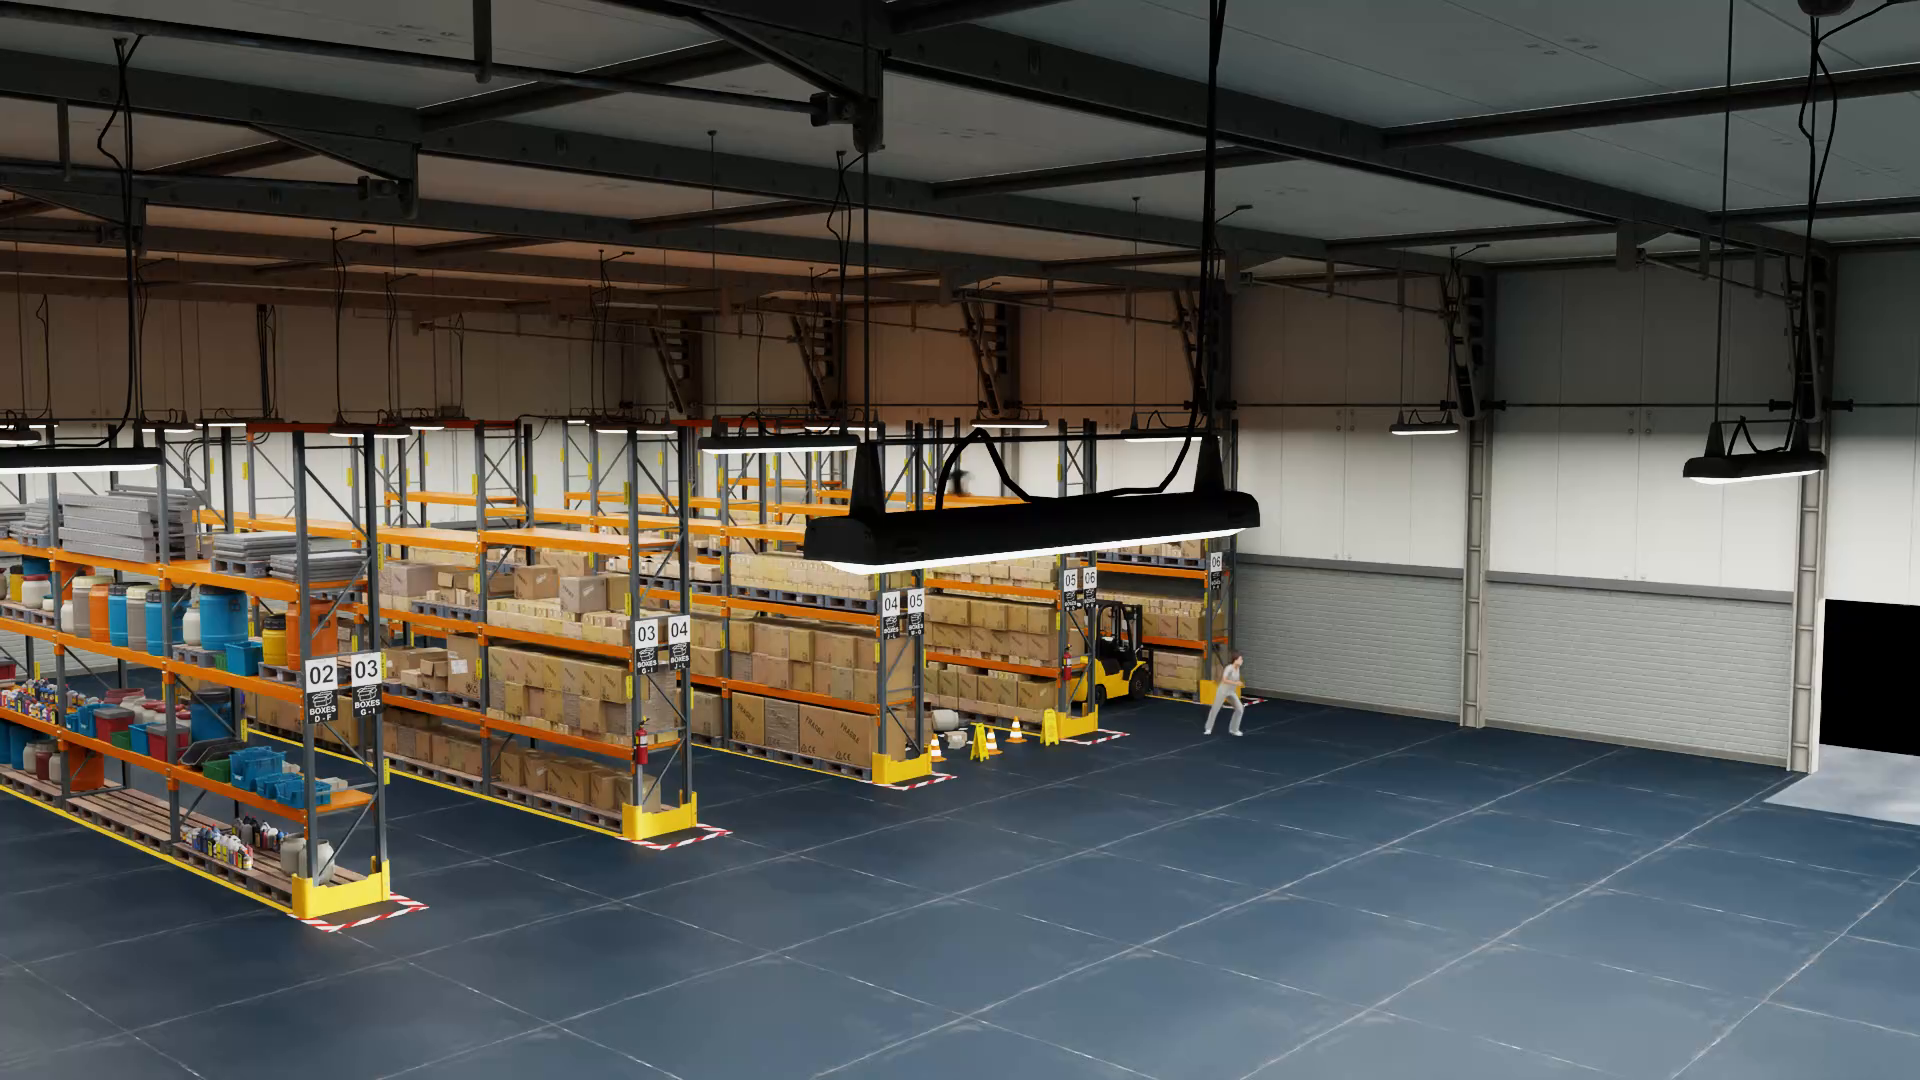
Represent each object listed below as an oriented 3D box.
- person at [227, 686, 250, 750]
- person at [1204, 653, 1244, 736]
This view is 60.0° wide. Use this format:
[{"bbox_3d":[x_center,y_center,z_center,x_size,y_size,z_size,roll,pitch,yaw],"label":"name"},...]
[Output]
[{"bbox_3d":[-12.602,3.147,28.862,0.848,1.715,0.519,4,6,38],"label":"person"},{"bbox_3d":[5.120,2.955,31.855,0.659,1.598,0.805,-4,6,-39],"label":"person"}]
